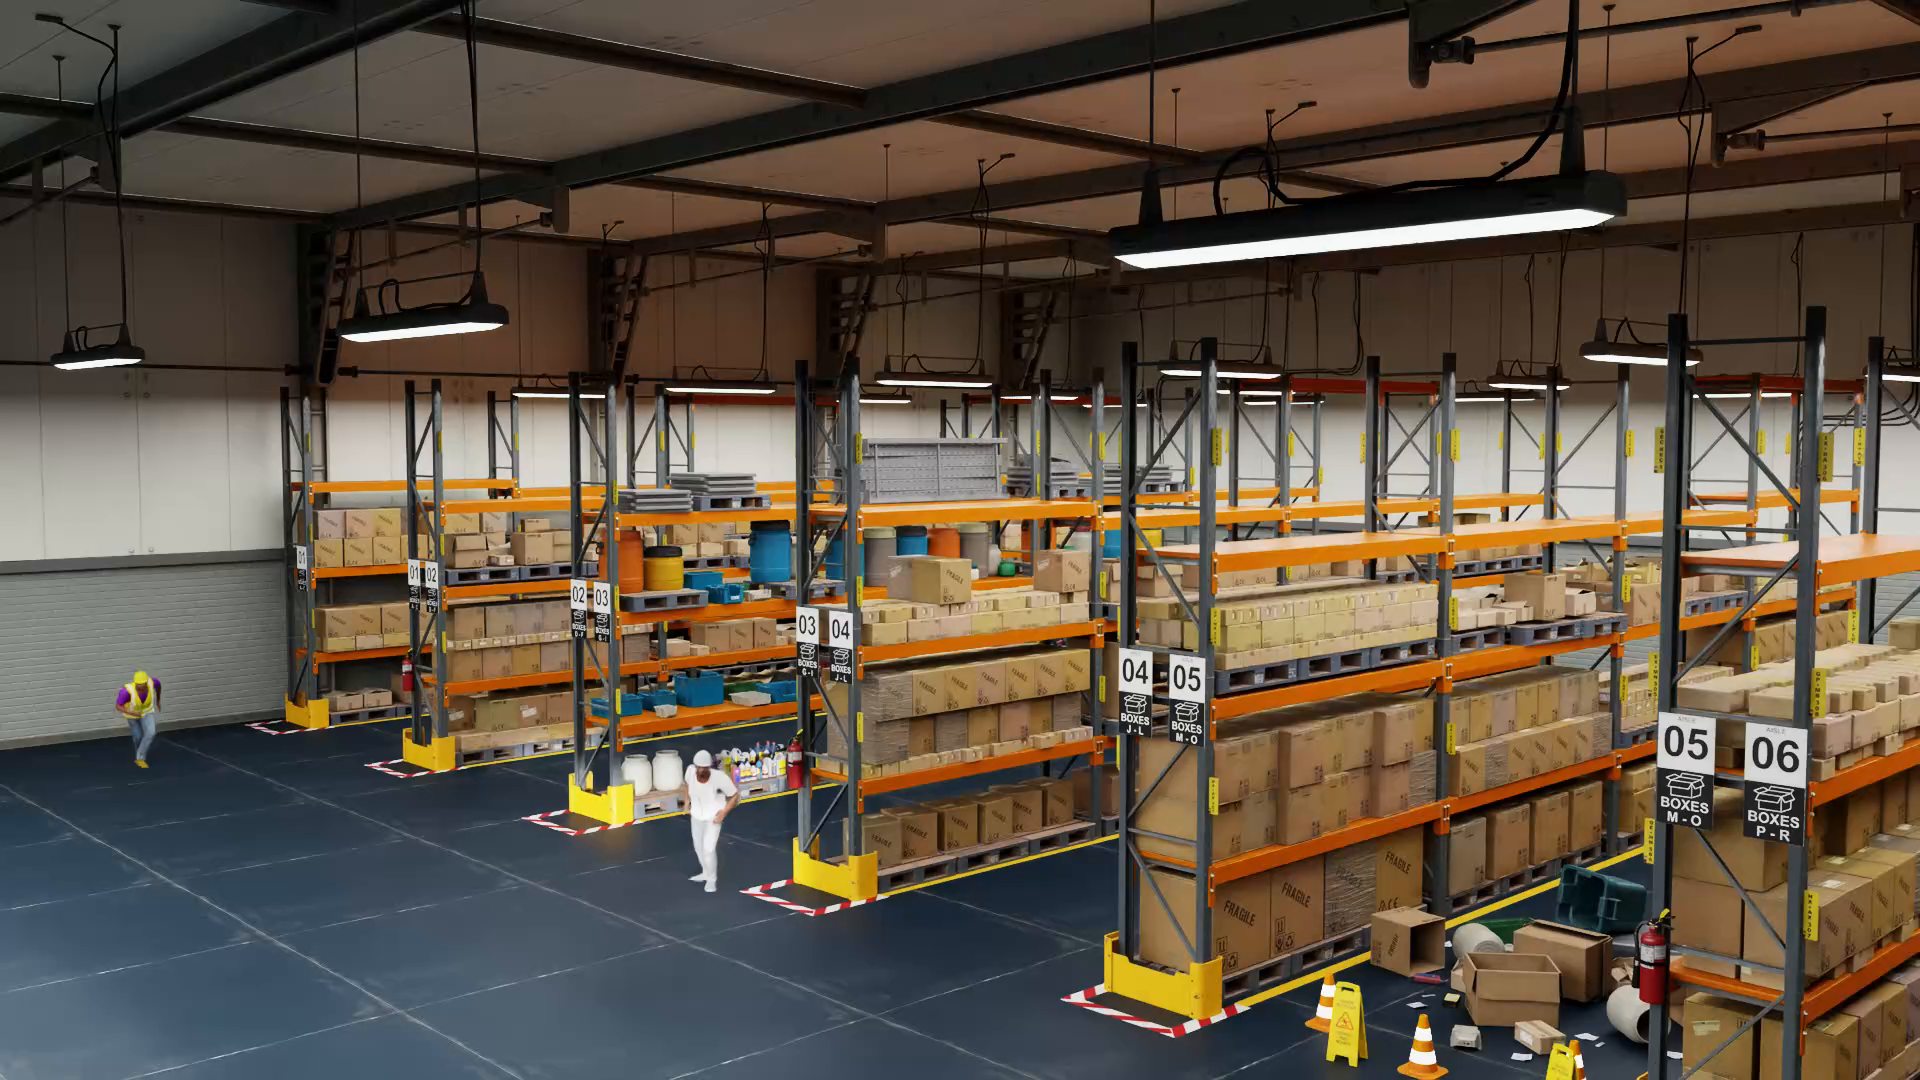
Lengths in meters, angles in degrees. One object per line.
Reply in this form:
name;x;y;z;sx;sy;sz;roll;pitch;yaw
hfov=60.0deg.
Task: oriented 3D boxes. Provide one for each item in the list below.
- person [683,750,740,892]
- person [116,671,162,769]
person;-2.844;3.149;18.873;0.728;1.635;0.781;1;4;22
person;-12.795;2.755;25.892;0.685;1.553;1.199;-3;4;-35
